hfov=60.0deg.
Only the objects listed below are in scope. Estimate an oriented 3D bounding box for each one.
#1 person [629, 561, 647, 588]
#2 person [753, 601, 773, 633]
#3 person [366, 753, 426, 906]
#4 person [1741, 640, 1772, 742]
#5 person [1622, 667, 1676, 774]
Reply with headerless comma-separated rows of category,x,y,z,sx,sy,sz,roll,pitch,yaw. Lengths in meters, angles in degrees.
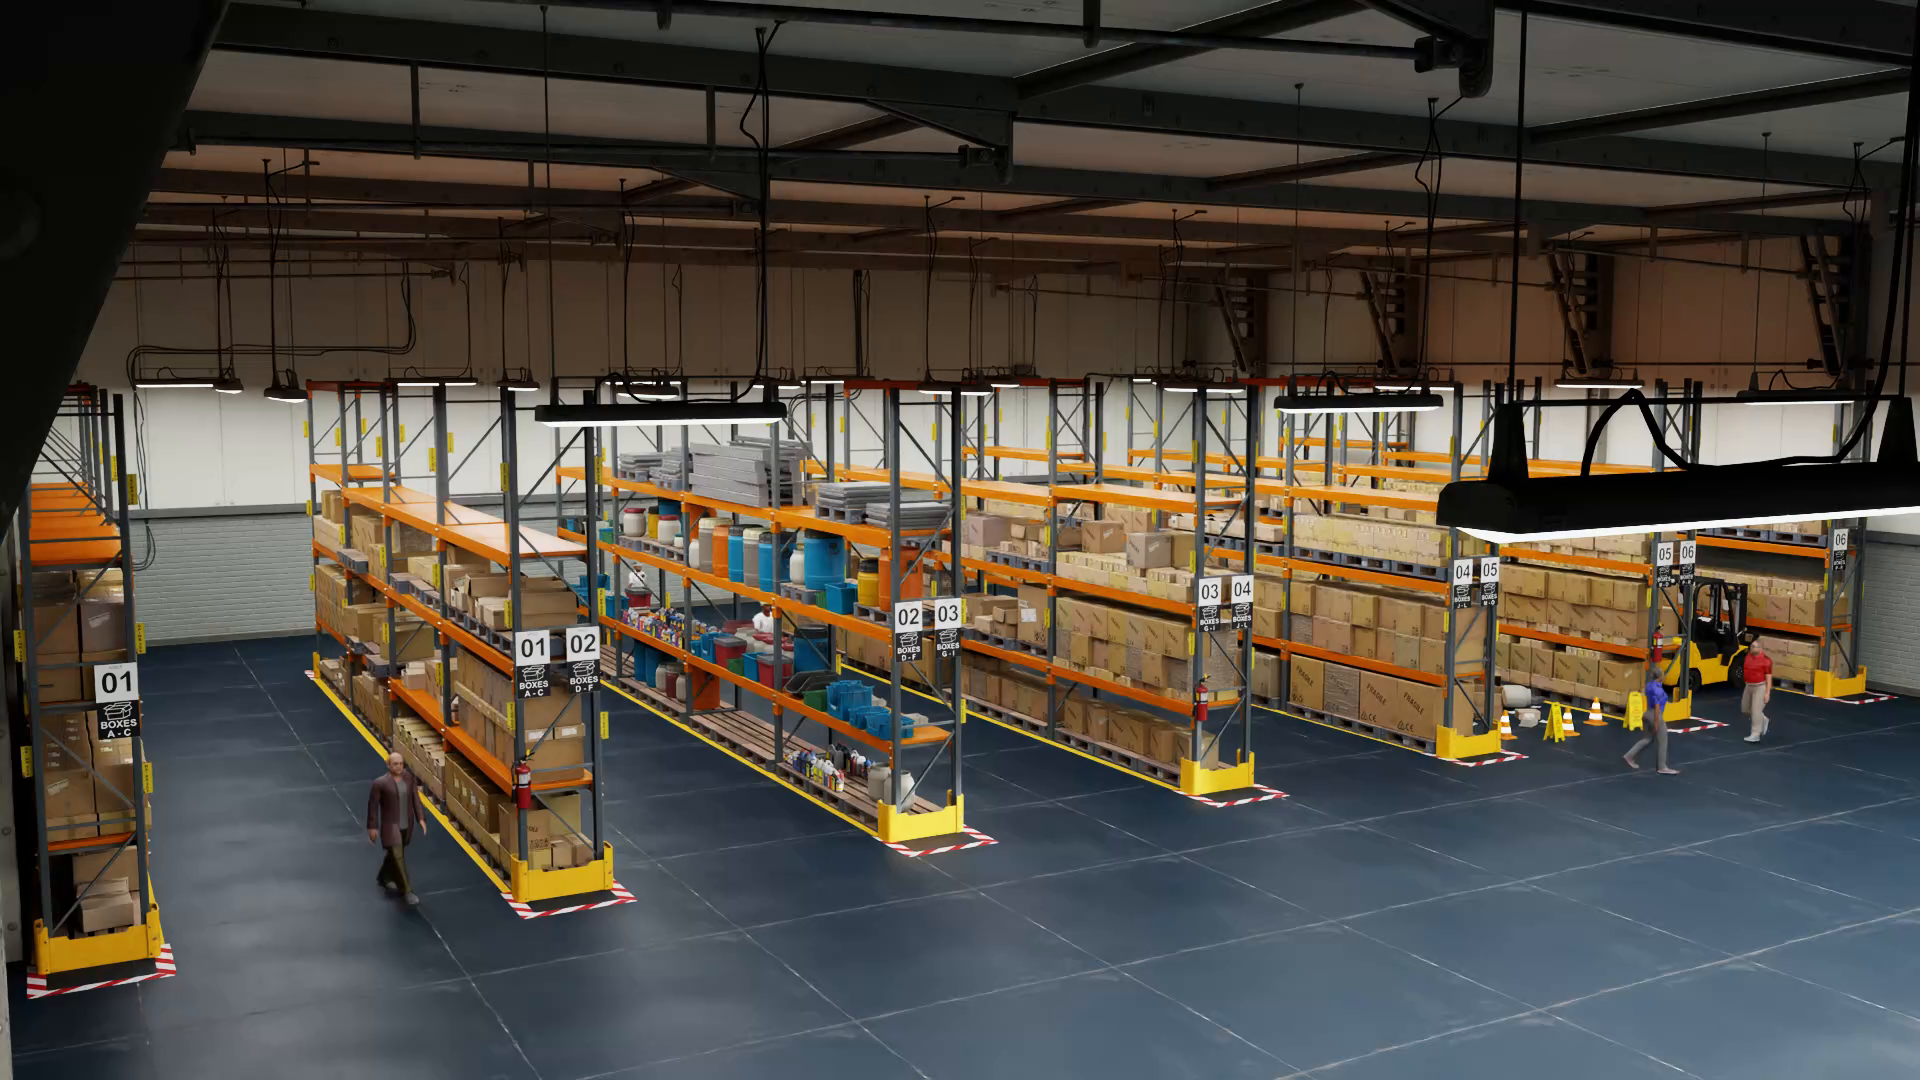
person,-7.706,1.280,39.715,0.458,1.621,1.045,-3,7,-29
person,-3.784,2.007,32.625,0.595,1.714,1.093,-4,7,-32
person,-6.585,3.365,19.583,1.105,1.729,0.600,4,7,33
person,13.413,2.502,27.896,0.706,1.701,0.545,-2,7,-22
person,10.682,2.777,25.737,0.727,1.642,0.477,0,6,-4
